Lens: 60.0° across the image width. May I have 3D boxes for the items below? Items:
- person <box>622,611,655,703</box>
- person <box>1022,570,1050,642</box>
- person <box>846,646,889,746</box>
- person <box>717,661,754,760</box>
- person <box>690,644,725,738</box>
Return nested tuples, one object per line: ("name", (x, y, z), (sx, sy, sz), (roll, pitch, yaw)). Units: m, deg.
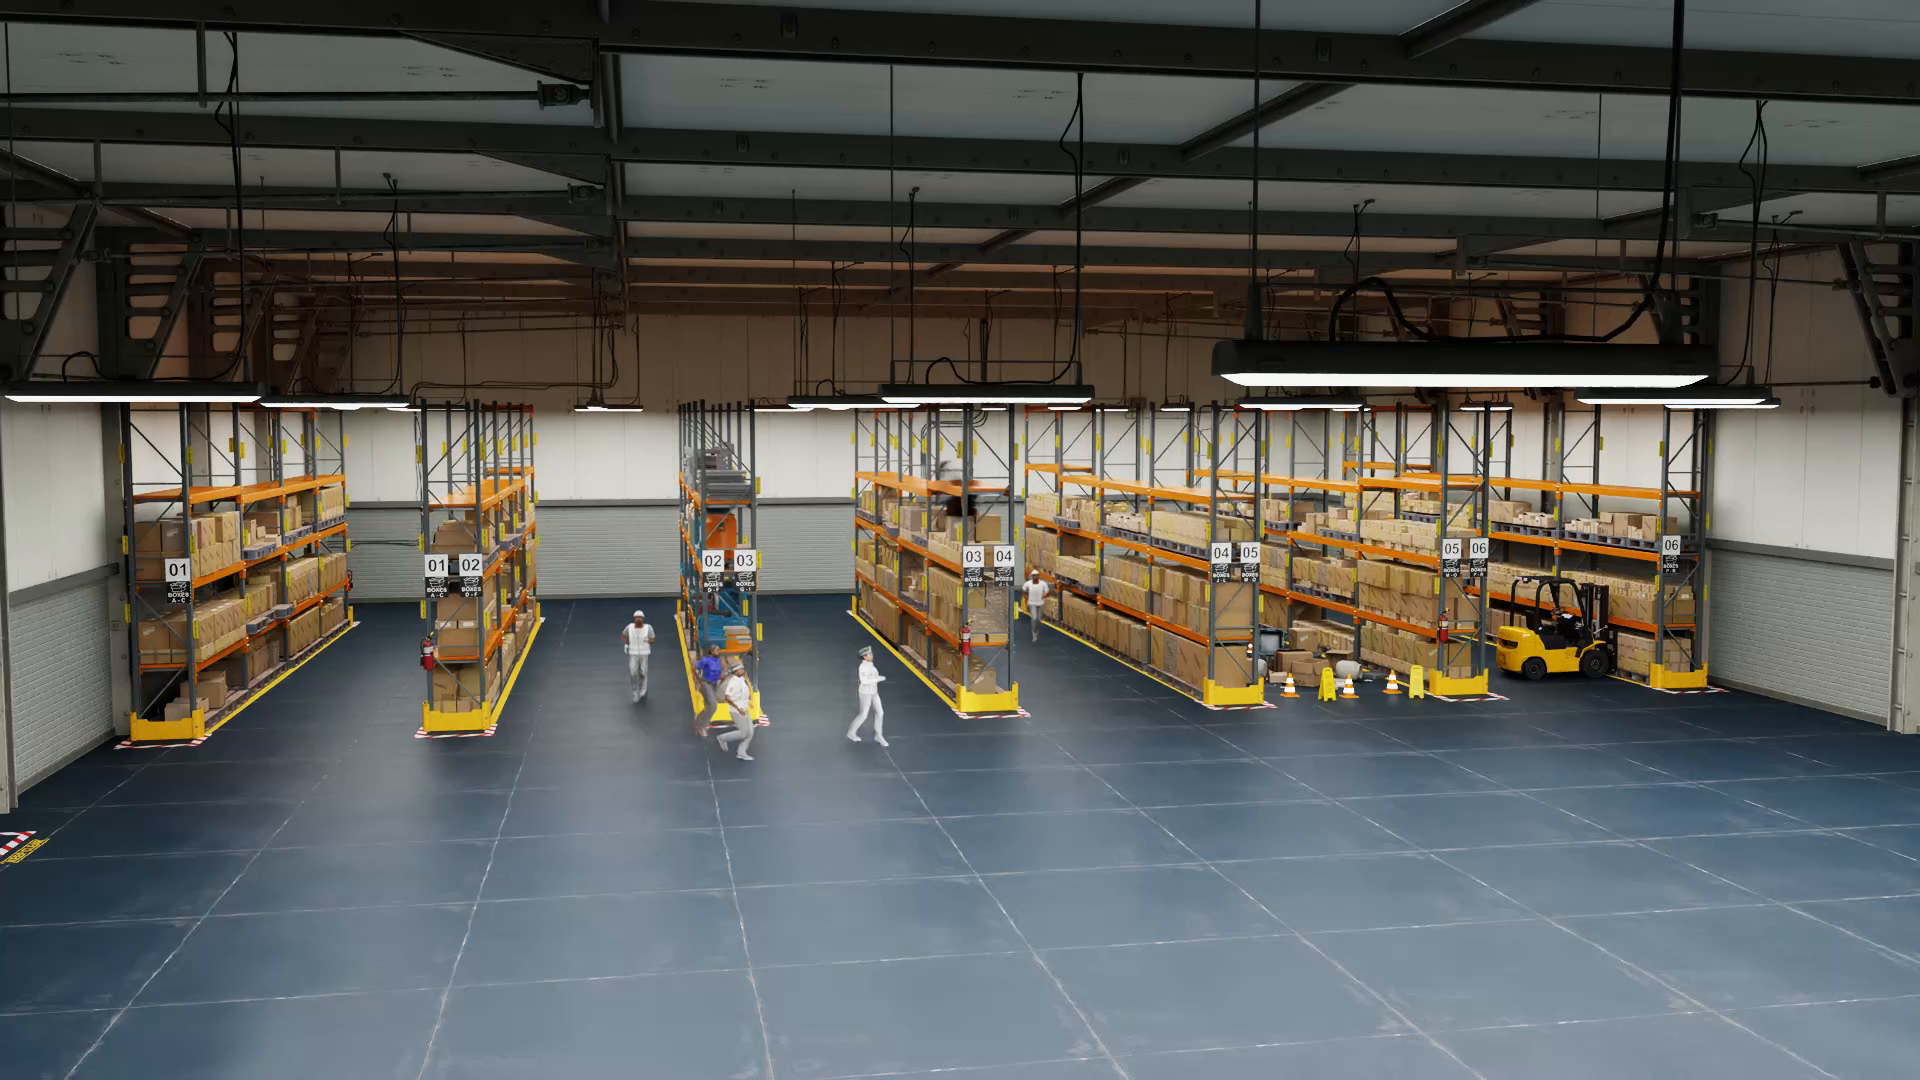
("person", (-6.417, 2.329, 33.244), (0.655, 1.836, 0.718), (-1, 4, -12))
("person", (1.932, 1.639, 42.126), (0.685, 1.777, 0.891), (0, 4, -6))
("person", (-1.609, 2.697, 28.777), (0.740, 1.743, 0.600), (2, 5, 20))
("person", (-3.716, 2.825, 27.622), (0.593, 1.664, 0.583), (1, 4, 13))
("person", (-4.504, 2.699, 29.788), (0.629, 1.649, 0.679), (2, 5, 24))
